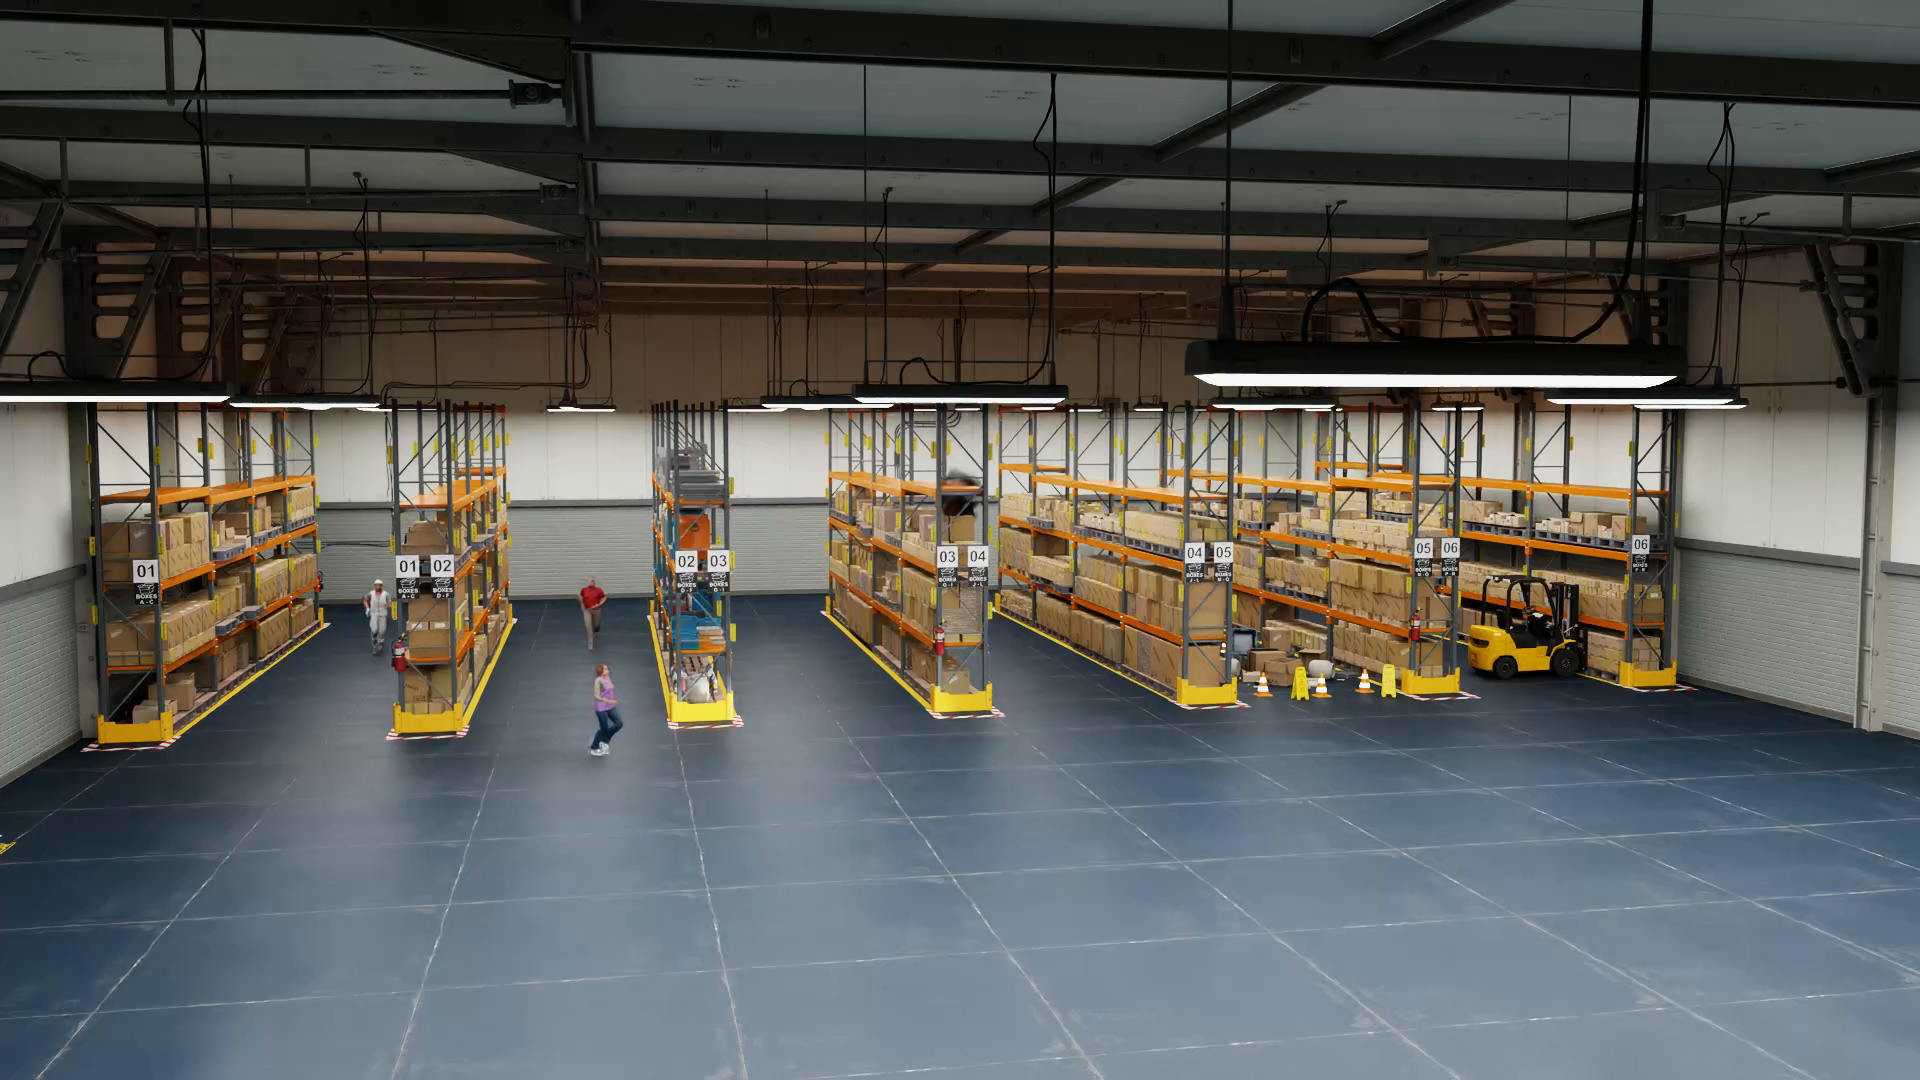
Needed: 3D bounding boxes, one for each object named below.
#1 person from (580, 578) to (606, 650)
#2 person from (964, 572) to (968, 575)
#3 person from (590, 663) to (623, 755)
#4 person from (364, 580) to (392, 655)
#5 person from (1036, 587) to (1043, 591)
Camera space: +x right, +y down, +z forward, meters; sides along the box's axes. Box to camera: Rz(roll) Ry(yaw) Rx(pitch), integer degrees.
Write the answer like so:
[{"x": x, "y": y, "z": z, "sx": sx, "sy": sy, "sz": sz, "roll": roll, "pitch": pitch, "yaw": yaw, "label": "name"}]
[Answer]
[{"x": -9.065, "y": 1.797, "z": 41.077, "sx": 0.631, "sy": 1.748, "sz": 1.134, "roll": -1, "pitch": 4, "yaw": -13, "label": "person"}, {"x": 0.385, "y": 1.411, "z": 45.546, "sx": 0.710, "sy": 1.771, "sz": 0.973, "roll": 0, "pitch": 4, "yaw": -5, "label": "person"}, {"x": -5.943, "y": 2.839, "z": 27.893, "sx": 0.580, "sy": 1.552, "sz": 0.550, "roll": 1, "pitch": 5, "yaw": 19, "label": "person"}, {"x": -13.880, "y": 1.848, "z": 39.699, "sx": 0.632, "sy": 1.806, "sz": 0.724, "roll": -2, "pitch": 5, "yaw": -23, "label": "person"}, {"x": 2.250, "y": 1.021, "z": 50.724, "sx": 0.843, "sy": 1.764, "sz": 0.683, "roll": -4, "pitch": 6, "yaw": -41, "label": "person"}]
